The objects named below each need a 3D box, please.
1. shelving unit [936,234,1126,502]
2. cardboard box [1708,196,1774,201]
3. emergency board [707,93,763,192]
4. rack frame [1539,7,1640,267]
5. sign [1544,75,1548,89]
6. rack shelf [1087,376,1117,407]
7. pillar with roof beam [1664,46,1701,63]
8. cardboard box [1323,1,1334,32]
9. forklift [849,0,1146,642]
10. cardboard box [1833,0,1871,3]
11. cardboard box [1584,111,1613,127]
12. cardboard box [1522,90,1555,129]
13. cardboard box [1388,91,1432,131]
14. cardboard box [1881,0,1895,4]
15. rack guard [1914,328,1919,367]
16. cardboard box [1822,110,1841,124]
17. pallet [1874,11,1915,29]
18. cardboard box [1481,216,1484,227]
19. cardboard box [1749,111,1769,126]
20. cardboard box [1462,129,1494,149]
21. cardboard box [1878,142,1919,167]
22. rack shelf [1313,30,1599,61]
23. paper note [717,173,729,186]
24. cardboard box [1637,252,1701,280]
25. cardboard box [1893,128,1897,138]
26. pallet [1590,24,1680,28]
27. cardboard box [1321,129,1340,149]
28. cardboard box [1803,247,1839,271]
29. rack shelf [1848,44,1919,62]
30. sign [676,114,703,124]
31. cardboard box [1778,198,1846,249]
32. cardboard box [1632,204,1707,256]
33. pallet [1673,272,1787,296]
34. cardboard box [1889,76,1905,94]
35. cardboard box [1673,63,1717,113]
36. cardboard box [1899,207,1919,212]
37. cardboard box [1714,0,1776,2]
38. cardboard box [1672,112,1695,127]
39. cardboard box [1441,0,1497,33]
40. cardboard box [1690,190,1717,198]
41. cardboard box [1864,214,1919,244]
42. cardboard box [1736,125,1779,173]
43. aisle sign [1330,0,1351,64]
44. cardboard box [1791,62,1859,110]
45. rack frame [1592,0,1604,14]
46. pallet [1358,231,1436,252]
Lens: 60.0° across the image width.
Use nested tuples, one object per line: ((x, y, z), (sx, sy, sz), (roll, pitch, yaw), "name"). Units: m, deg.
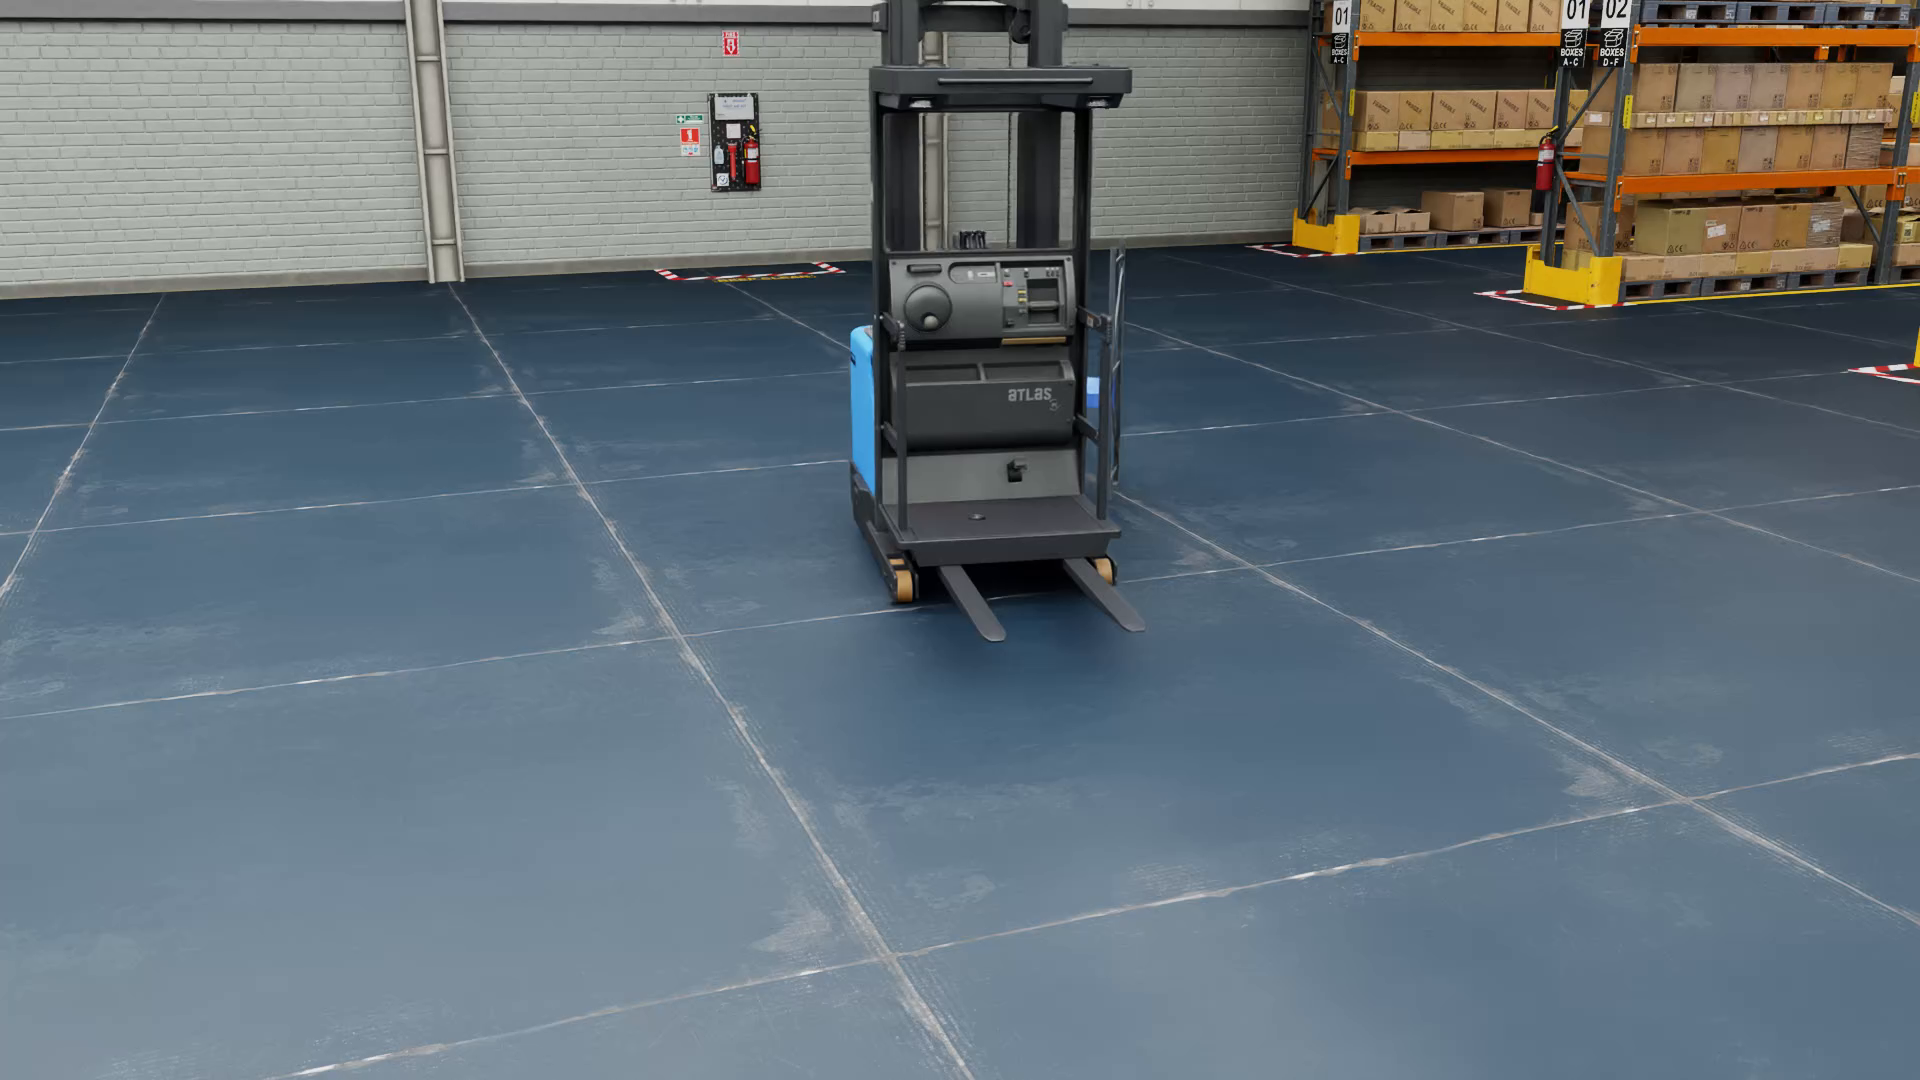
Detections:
((0.423, -1.042, 9.984), (1.048, 1.500, 0.538), (3, 17, 11), "shelving unit")
((8.899, -3.657, 19.031), (0.500, 0.500, 0.500), (-6, 17, -20), "cardboard box")
((-2.713, -4.834, 20.235), (0.643, 1.169, 0.194), (-6, 17, -20), "emergency board")
((6.643, -4.077, 17.657), (0.127, 3.000, 1.000), (-6, 17, -20), "rack frame")
((8.400, -6.484, 23.800), (0.005, 0.325, 0.100), (-6, 17, -20), "sign")
((0.423, -0.869, 10.035), (1.000, 0.185, 0.538), (3, 17, 11), "rack shelf")
((12.354, -8.029, 20.467), (0.400, 9.000, 9.100), (-6, 17, -20), "pillar with roof beam")
((5.166, -6.985, 22.025), (0.500, 0.500, 0.500), (-5, 17, -16), "cardboard box")
((0.156, -1.211, 8.020), (1.130, 2.935, 3.031), (-3, 17, -11), "forklift")
((9.814, -6.254, 18.578), (0.500, 0.500, 0.500), (-5, 17, -16), "cardboard box")
((6.932, -4.525, 17.854), (0.250, 0.149, 0.380), (-6, 18, -21), "cardboard box")
((7.807, -5.900, 22.764), (0.500, 0.500, 0.500), (-6, 17, -20), "cardboard box")
((5.885, -5.693, 22.062), (0.500, 0.500, 0.500), (-6, 17, -20), "cardboard box")
((13.767, -8.068, 24.967), (0.500, 0.500, 0.700), (-5, 17, -17), "cardboard box")
((8.466, -1.594, 13.638), (0.348, 0.500, 1.175), (-6, 17, -20), "rack guard")
((9.481, -4.677, 18.373), (0.250, 0.149, 0.380), (-6, 17, -20), "cardboard box")
((11.197, -5.920, 18.949), (1.217, 0.209, 0.805), (-7, 18, -22), "pallet")
((7.102, -4.470, 23.276), (0.250, 0.149, 0.380), (-8, 18, -25), "cardboard box")
((8.522, -4.574, 18.020), (0.250, 0.149, 0.380), (-6, 17, -20), "cardboard box")
((6.867, -5.439, 22.528), (0.500, 0.250, 0.500), (-6, 17, -20), "cardboard box")
((10.822, -4.469, 19.260), (0.500, 0.250, 0.500), (-5, 17, -17), "cardboard box")
((6.735, -6.675, 22.460), (4.000, 0.370, 1.077), (-6, 17, -20), "rack shelf")
((-2.903, -4.411, 20.360), (0.142, 0.148, 0.016), (-6, 17, -20), "paper note")
((7.689, -3.006, 18.145), (0.500, 0.250, 0.500), (-6, 17, -20), "cardboard box")
((14.156, -6.205, 25.315), (0.250, 0.149, 0.380), (-6, 17, -20), "cardboard box")
((9.217, -7.166, 23.188), (1.003, 0.211, 1.213), (-6, 17, -20), "pallet")
((5.234, -5.415, 22.447), (0.500, 0.250, 0.500), (-6, 17, -19), "cardboard box")
((9.553, -3.210, 18.841), (0.500, 0.250, 0.500), (-6, 17, -20), "cardboard box")
((12.246, -5.776, 19.396), (4.000, 0.370, 1.077), (-6, 17, -20), "rack shelf")
((-3.259, -5.075, 20.052), (0.331, 0.109, 0.001), (-6, 17, -20), "sign")
((9.552, -3.570, 18.737), (0.500, 0.500, 0.500), (-6, 17, -20), "cardboard box")
((7.690, -3.365, 18.038), (0.500, 0.500, 0.500), (-6, 17, -20), "cardboard box")
((8.480, -2.949, 18.765), (1.213, 0.211, 1.003), (-6, 17, -20), "pallet")
((13.821, -6.830, 24.962), (0.500, 0.250, 0.500), (-6, 17, -20), "cardboard box")
((7.622, -4.851, 17.813), (0.500, 0.500, 0.700), (-7, 18, -22), "cardboard box")
((11.604, -3.851, 20.029), (0.500, 0.311, 0.500), (-6, 17, -20), "cardboard box")
((8.292, -5.928, 17.467), (0.500, 0.500, 0.500), (-6, 17, -20), "cardboard box")
((7.566, -4.471, 17.671), (0.250, 0.149, 0.380), (-6, 17, -20), "cardboard box")
((6.759, -7.002, 22.083), (0.500, 0.500, 0.500), (-5, 17, -17), "cardboard box")
((10.707, -5.033, 24.568), (0.500, 0.500, 0.700), (-6, 17, -20), "cardboard box")
((10.853, -3.607, 19.198), (0.500, 0.311, 0.500), (-6, 17, -20), "cardboard box")
((8.528, -4.325, 18.326), (0.500, 0.500, 0.700), (-6, 17, -18), "cardboard box")
((4.907, -6.541, 21.434), (0.004, 0.787, 0.394), (-6, 17, -20), "aisle sign")
((9.495, -5.053, 18.501), (0.500, 0.500, 0.700), (-6, 17, -20), "cardboard box")
((8.602, -8.661, 22.622), (0.127, 3.000, 1.000), (-6, 17, -20), "rack frame")
((5.709, -4.122, 22.760), (1.213, 0.211, 1.003), (-6, 17, -20), "pallet")
